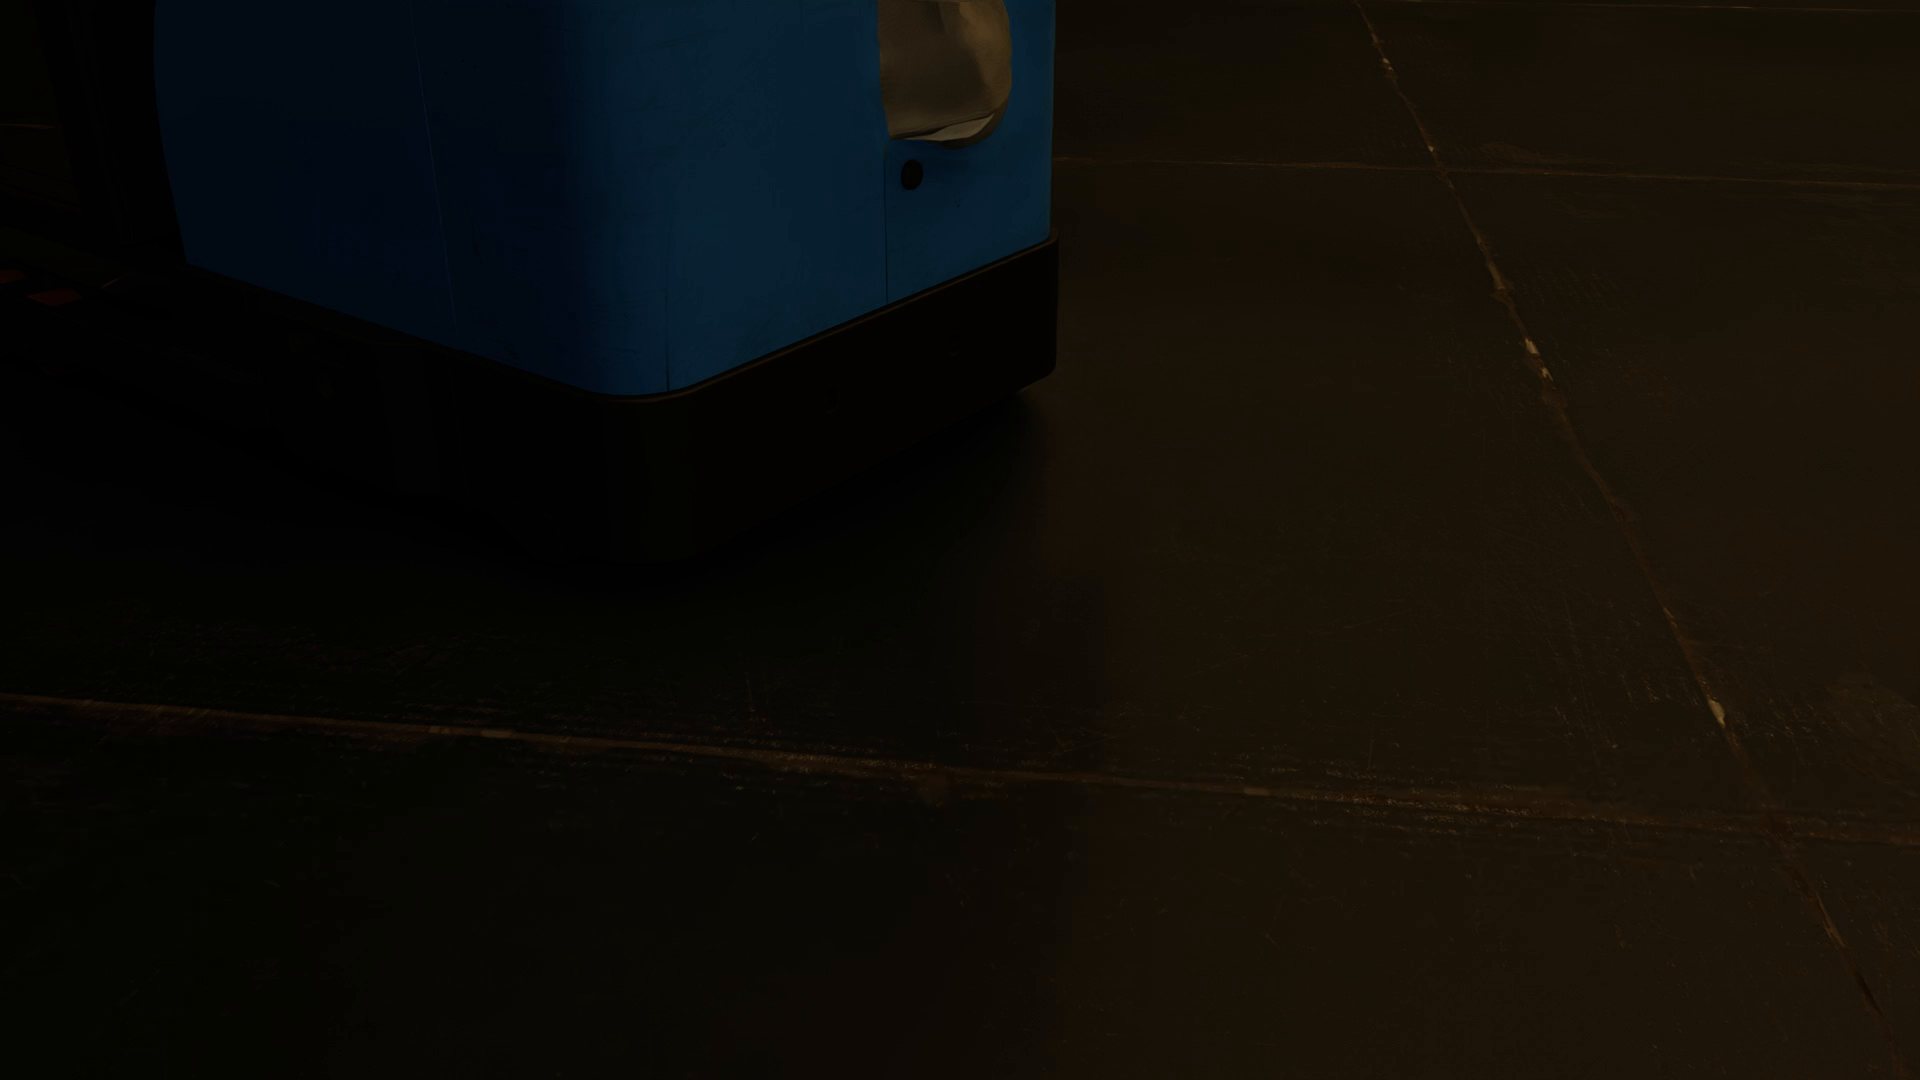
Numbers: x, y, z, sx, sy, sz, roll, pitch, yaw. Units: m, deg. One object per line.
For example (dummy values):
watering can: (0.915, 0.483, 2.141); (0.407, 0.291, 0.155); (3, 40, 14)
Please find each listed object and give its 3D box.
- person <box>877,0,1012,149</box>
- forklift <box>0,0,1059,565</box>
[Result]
person: (-0.170, -0.814, 2.650); (0.688, 1.419, 0.692); (-7, 27, -14)
forklift: (-1.315, -1.785, 2.796); (3.031, 2.935, 1.130); (18, 32, 32)
